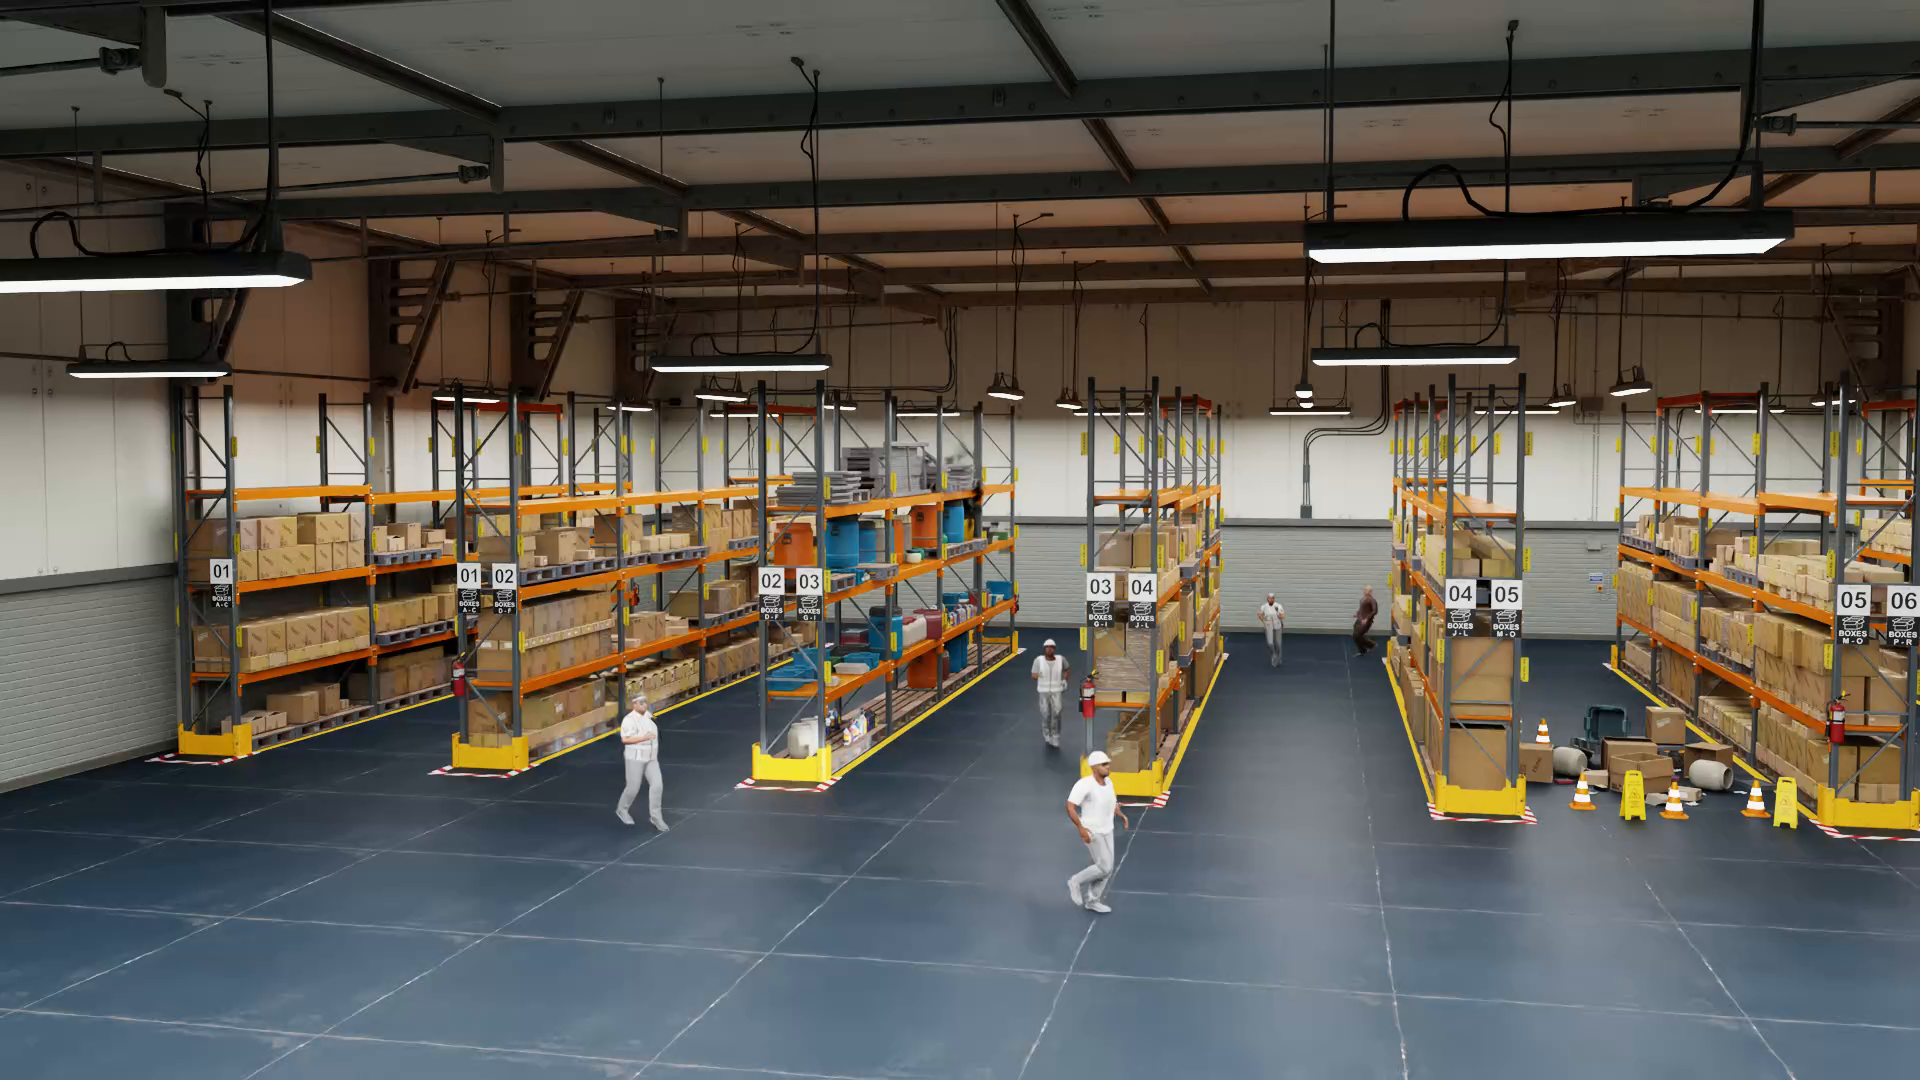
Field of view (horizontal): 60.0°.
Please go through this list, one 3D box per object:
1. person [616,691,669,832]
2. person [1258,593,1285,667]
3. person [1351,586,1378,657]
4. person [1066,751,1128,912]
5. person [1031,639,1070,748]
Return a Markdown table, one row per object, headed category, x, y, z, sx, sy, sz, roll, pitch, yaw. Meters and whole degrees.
| category | x | y | z | sx | sy | sz | roll | pitch | yaw |
| --- | --- | --- | --- | --- | --- | --- | --- | --- | --- |
| person | -4.184 | 2.888 | 21.796 | 0.823 | 1.815 | 0.647 | 3 | 4 | 39 |
| person | 7.143 | 2.067 | 38.080 | 0.603 | 1.712 | 0.690 | 0 | 3 | 4 |
| person | 9.643 | 1.941 | 39.455 | 0.589 | 1.732 | 0.779 | -1 | 3 | -11 |
| person | 1.481 | 3.134 | 17.932 | 0.577 | 1.732 | 0.714 | 3 | 4 | 38 |
| person | 1.511 | 2.564 | 27.747 | 0.659 | 1.807 | 0.681 | 0 | 3 | 3 |
